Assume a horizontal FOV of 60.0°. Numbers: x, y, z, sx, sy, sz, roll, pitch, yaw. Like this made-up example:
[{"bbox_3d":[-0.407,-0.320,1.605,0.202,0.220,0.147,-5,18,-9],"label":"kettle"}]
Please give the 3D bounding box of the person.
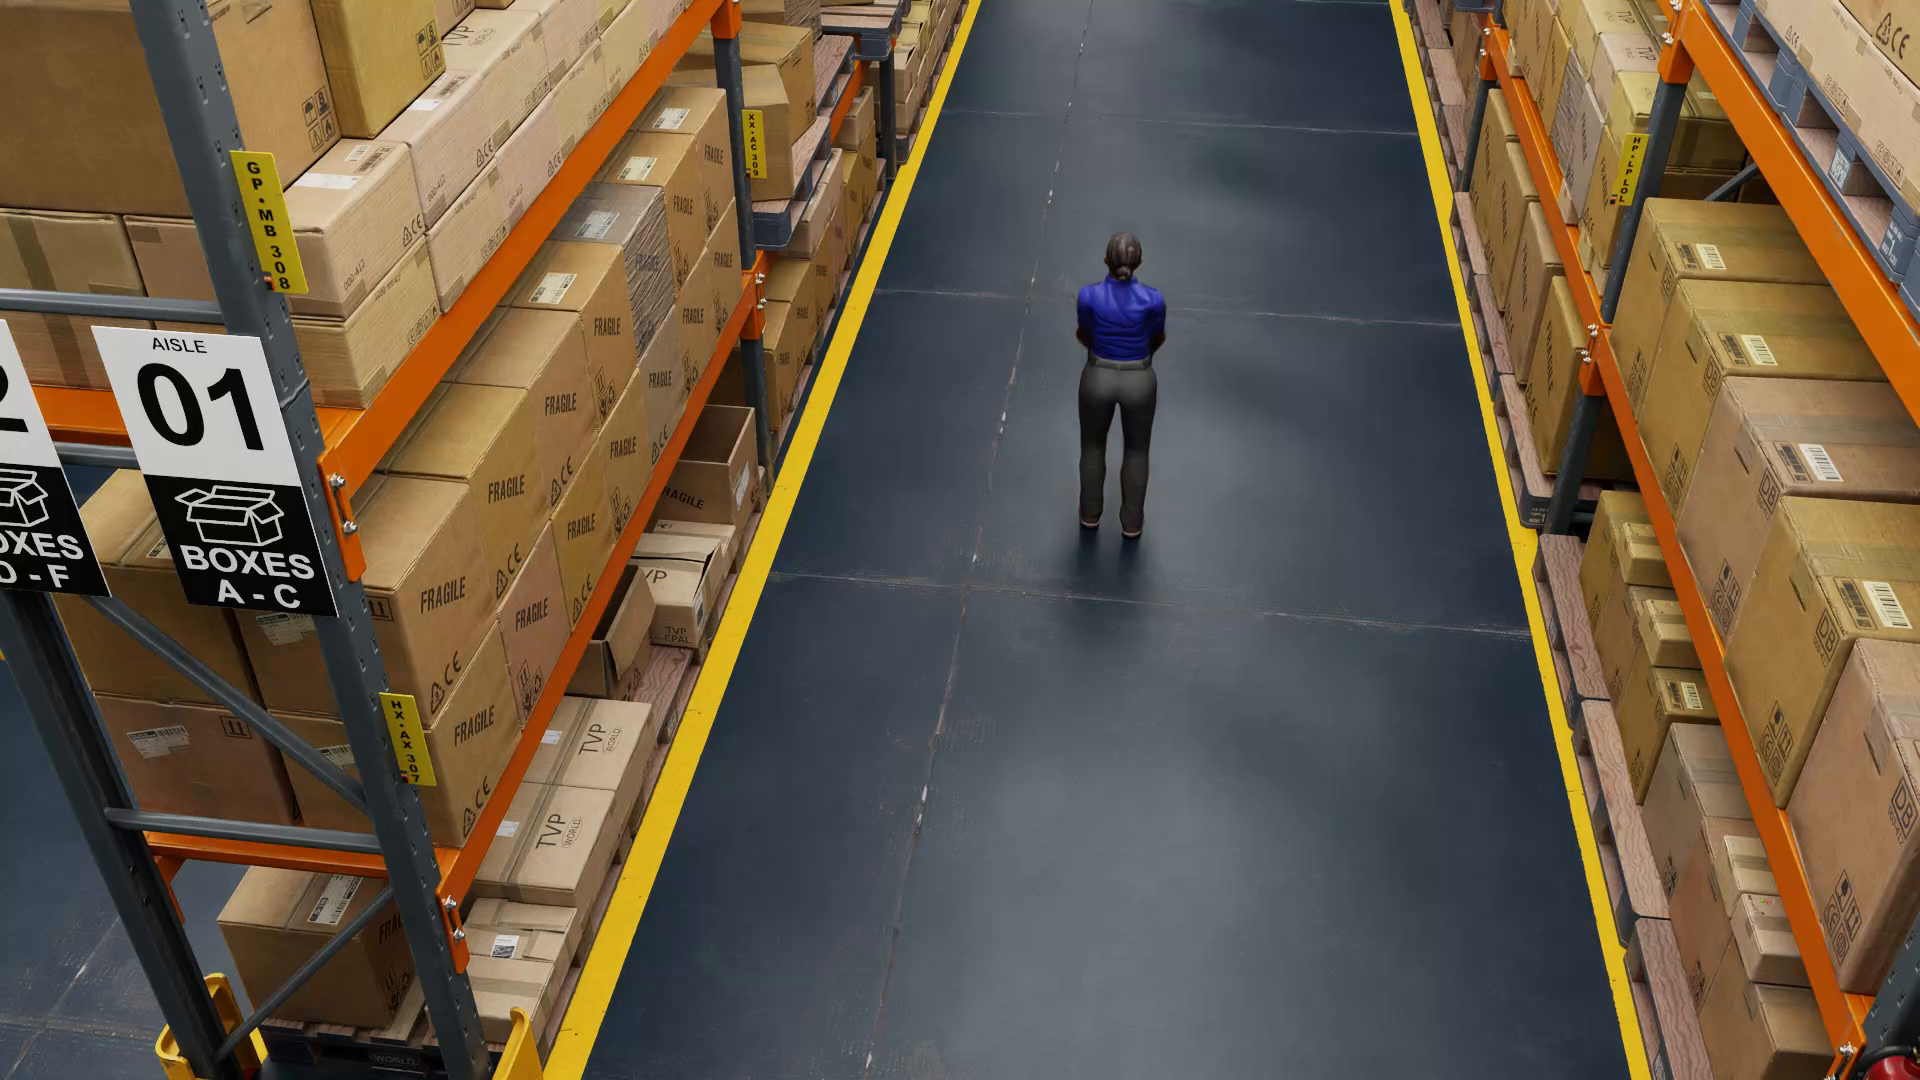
[{"bbox_3d":[0.754,-0.767,8.085,0.532,1.654,0.400,2,36,3],"label":"person"}]
